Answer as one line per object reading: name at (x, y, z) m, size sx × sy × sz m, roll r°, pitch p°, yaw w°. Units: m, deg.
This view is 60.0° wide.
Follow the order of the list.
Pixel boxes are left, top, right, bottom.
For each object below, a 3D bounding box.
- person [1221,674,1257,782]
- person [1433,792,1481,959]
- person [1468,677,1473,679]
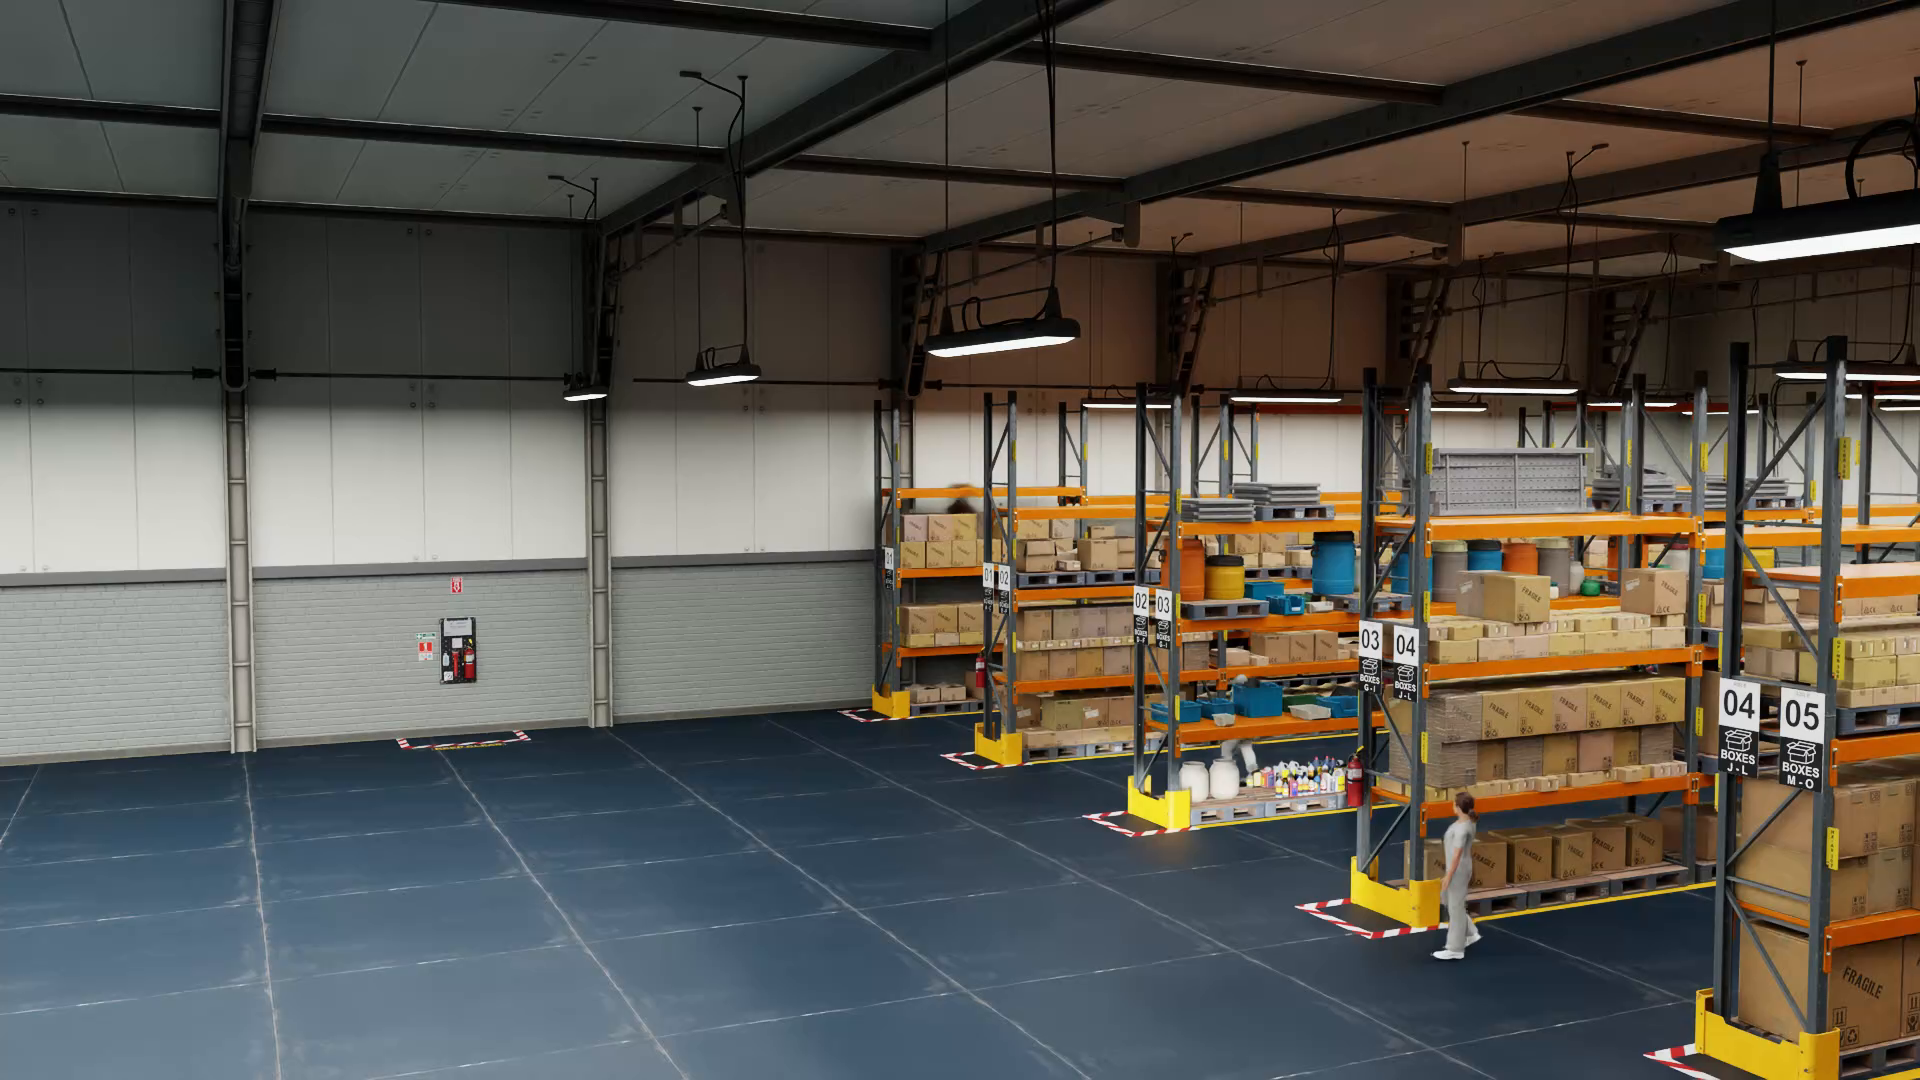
person at (4.177, 2.861, 25.307) m, size 0.743 × 1.660 × 0.546 m, roll 2°, pitch 4°, yaw 26°
person at (5.017, 3.347, 16.732) m, size 0.462 × 1.670 × 0.542 m, roll 1°, pitch 3°, yaw 17°
person at (8.495, 2.631, 28.503) m, size 0.999 × 1.743 × 0.667 m, roll -2°, pitch 4°, yaw -29°
